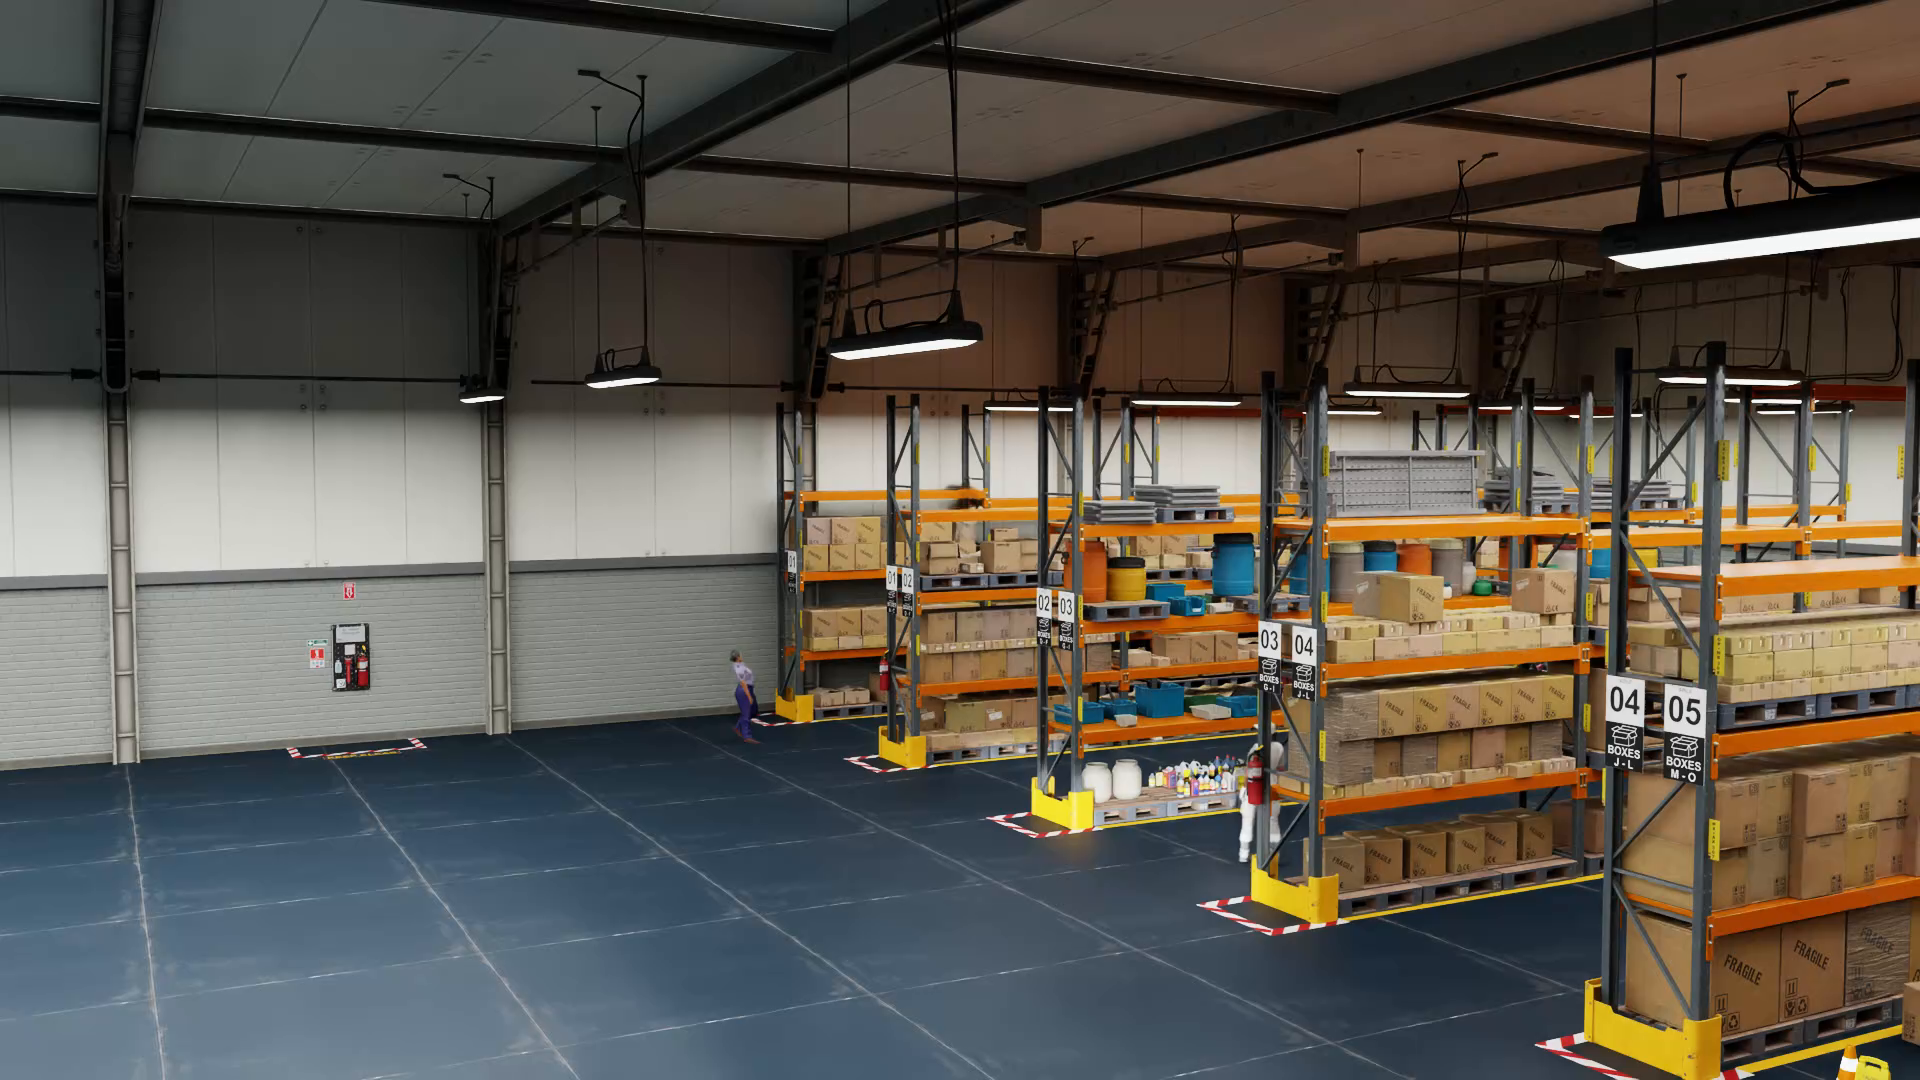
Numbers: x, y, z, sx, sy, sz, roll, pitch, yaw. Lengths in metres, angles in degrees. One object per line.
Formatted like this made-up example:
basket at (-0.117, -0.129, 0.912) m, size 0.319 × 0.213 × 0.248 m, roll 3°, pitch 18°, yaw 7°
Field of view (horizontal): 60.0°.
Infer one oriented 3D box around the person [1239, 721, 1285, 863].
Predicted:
person at (3.740, 3.103, 20.626) m, size 0.569 × 1.794 × 0.446 m, roll -1°, pitch 3°, yaw -9°

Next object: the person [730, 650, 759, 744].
person at (-3.746, 2.720, 29.059) m, size 0.531 × 1.637 × 0.567 m, roll 0°, pitch 3°, yaw 2°
